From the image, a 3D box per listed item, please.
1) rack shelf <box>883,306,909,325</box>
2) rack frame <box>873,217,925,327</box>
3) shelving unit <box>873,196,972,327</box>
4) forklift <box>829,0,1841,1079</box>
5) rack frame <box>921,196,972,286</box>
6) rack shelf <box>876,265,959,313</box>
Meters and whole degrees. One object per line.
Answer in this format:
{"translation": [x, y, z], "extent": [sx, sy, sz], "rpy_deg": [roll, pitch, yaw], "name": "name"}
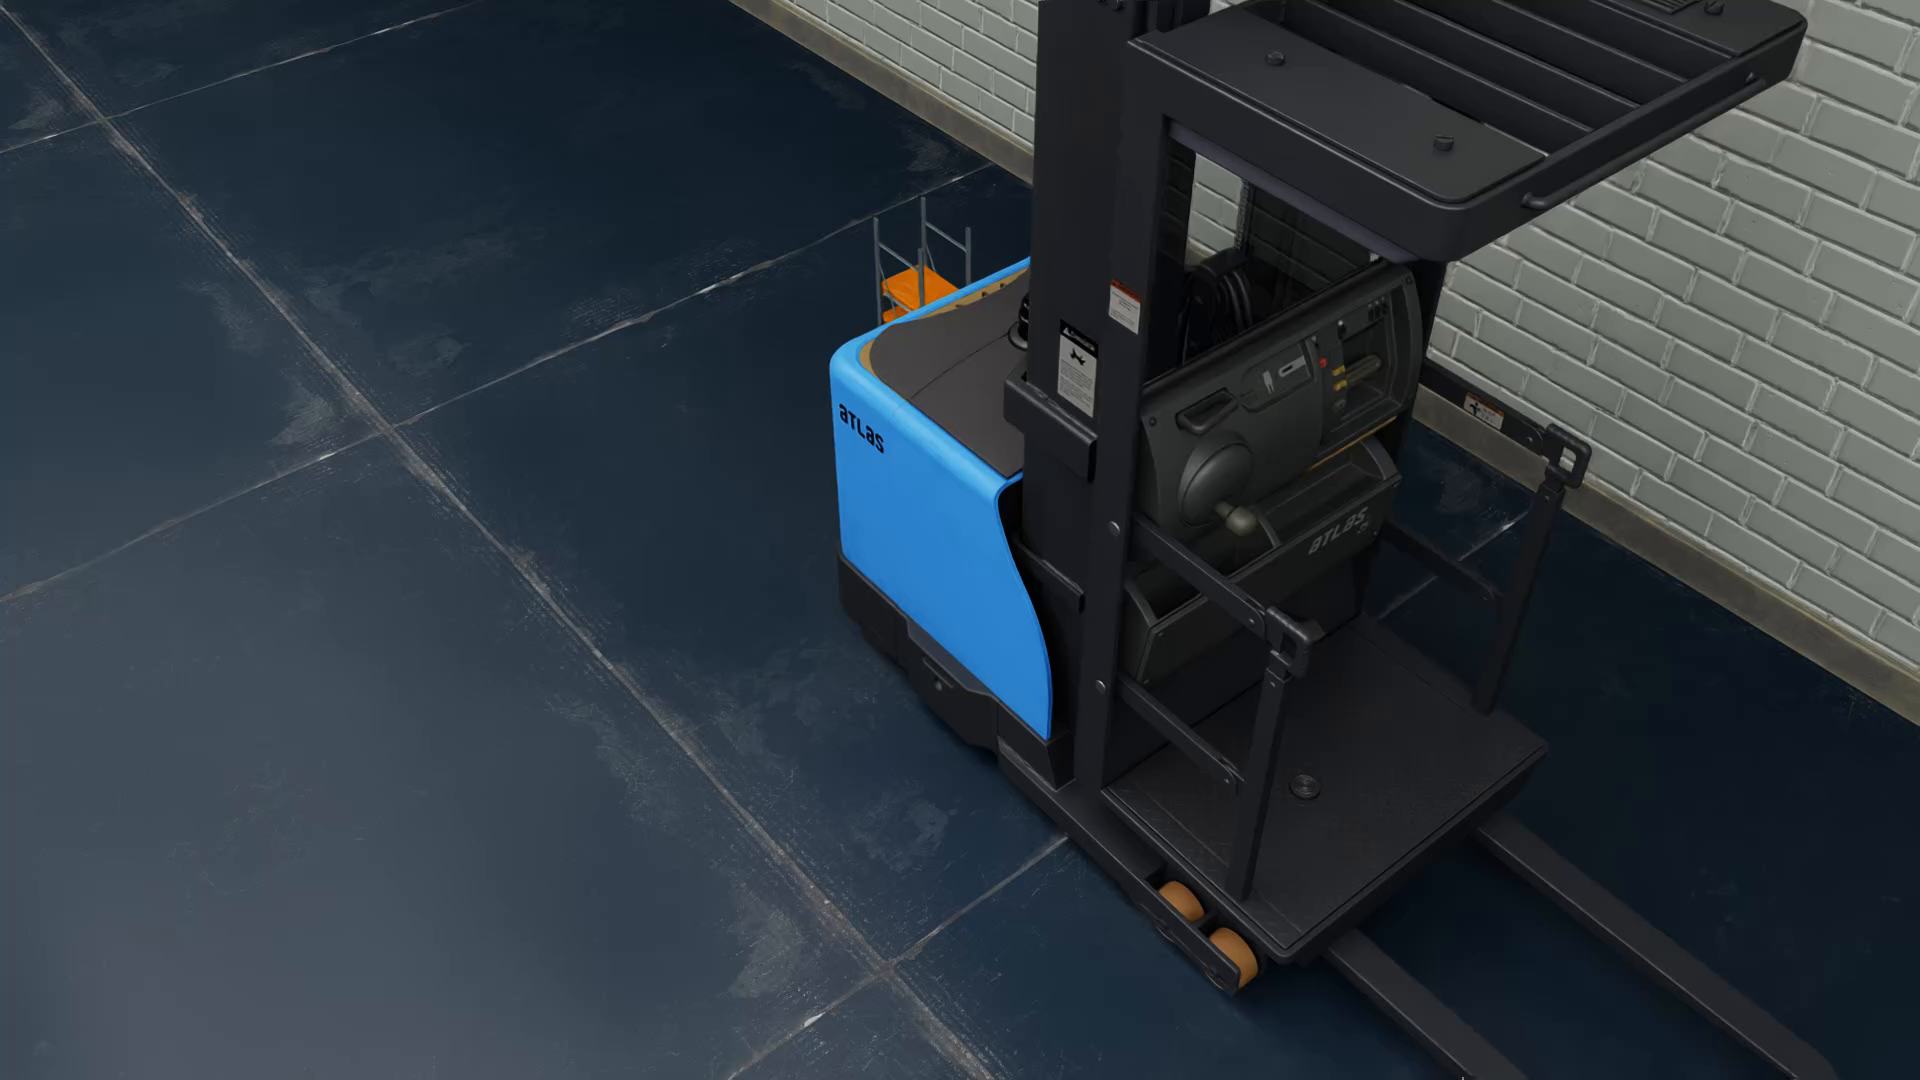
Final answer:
{"translation": [-0.112, -0.659, 5.288], "extent": [0.180, 0.103, 0.258], "rpy_deg": [-29, 50, -27], "name": "rack shelf"}
{"translation": [-0.182, -0.476, 5.379], "extent": [0.006, 1.200, 0.240], "rpy_deg": [-29, 50, -27], "name": "rack frame"}
{"translation": [-0.111, -0.516, 5.421], "extent": [0.189, 1.200, 0.258], "rpy_deg": [-29, 50, -27], "name": "shelving unit"}
{"translation": [0.926, -0.254, 3.880], "extent": [1.130, 2.935, 3.031], "rpy_deg": [-29, 50, -27], "name": "forklift"}
{"translation": [-0.040, -0.555, 5.463], "extent": [0.006, 1.200, 0.240], "rpy_deg": [-29, 50, -27], "name": "rack frame"}
{"translation": [-0.113, -0.747, 5.207], "extent": [0.180, 0.103, 0.258], "rpy_deg": [-29, 50, -27], "name": "rack shelf"}
